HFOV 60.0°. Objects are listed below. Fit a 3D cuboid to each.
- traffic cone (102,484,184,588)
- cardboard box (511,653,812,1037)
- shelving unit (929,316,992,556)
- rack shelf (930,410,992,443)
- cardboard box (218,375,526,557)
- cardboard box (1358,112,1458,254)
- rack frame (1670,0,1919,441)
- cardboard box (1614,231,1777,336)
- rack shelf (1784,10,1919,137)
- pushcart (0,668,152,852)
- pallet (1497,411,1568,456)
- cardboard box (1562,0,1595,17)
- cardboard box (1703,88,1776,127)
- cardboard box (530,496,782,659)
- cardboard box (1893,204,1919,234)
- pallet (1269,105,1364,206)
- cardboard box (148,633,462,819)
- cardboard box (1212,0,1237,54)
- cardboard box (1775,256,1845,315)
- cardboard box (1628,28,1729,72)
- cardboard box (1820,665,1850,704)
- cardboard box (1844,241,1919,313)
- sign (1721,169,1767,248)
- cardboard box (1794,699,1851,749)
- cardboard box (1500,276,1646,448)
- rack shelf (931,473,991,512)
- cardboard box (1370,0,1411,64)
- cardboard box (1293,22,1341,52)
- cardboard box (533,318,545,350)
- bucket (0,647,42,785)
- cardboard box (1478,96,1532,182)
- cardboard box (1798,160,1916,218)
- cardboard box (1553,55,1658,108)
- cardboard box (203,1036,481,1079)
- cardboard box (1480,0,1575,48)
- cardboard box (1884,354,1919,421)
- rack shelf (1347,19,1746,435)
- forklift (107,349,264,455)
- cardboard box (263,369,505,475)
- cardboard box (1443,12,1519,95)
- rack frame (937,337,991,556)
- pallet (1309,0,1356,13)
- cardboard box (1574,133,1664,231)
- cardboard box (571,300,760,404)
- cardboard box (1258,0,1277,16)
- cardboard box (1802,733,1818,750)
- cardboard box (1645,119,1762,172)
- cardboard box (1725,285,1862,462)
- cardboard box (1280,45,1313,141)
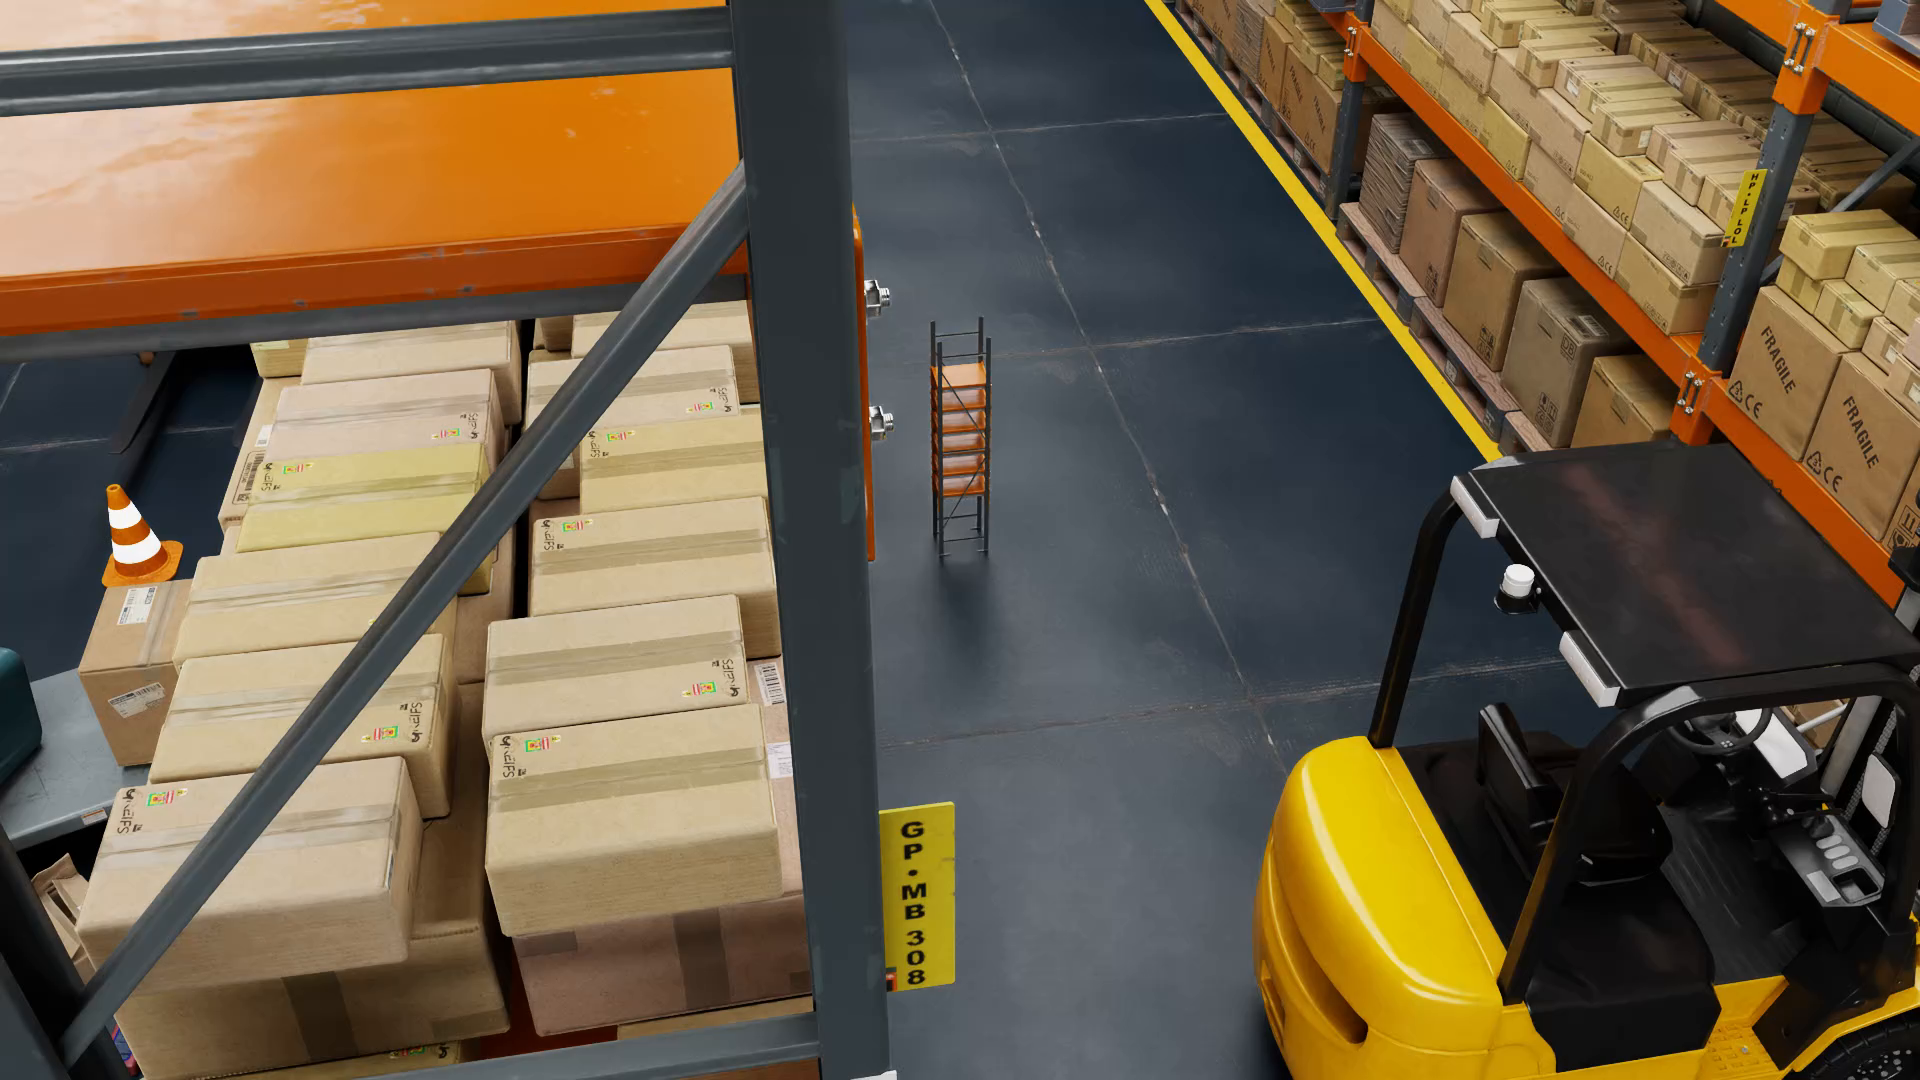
[{"bbox_3d":[-3.922,-0.059,7.848,0.336,0.463,0.334,-6,38,-8],"label":"traffic cone"},{"bbox_3d":[-0.416,0.446,2.565,0.500,0.250,0.500,-7,38,-9],"label":"cardboard box"},{"bbox_3d":[0.003,-0.465,7.771,0.258,1.200,0.189,-6,38,-8],"label":"shelving unit"},{"bbox_3d":[0.003,-0.525,7.724,0.258,0.103,0.180,-6,38,-8],"label":"rack shelf"},{"bbox_3d":[-1.128,-0.118,3.292,0.500,0.250,0.500,-5,38,-7],"label":"cardboard box"},{"bbox_3d":[2.989,-2.196,10.126,0.875,0.625,0.625,-5,38,-7],"label":"cardboard box"},{"bbox_3d":[3.595,-0.931,6.903,1.000,3.000,0.127,-6,38,-8],"label":"rack frame"},{"bbox_3d":[3.249,-1.148,7.304,0.500,0.250,0.500,-5,38,-7],"label":"cardboard box"},{"bbox_3d":[3.945,-0.623,4.648,1.077,0.370,4.000,-6,38,-8],"label":"rack shelf"},{"bbox_3d":[-3.527,0.916,6.663,1.648,0.377,0.936,-20,42,-23],"label":"pushcart"},{"bbox_3d":[3.427,-0.270,8.326,1.003,0.211,1.213,-6,38,-8],"label":"pallet"},{"bbox_3d":[3.372,-2.852,8.765,0.380,0.149,0.250,-6,38,-8],"label":"cardboard box"},{"bbox_3d":[3.641,-1.932,7.582,0.380,0.149,0.250,-7,38,-8],"label":"cardboard box"},{"bbox_3d":[-0.494,0.077,2.716,0.380,0.149,0.250,-6,38,-8],"label":"cardboard box"},{"bbox_3d":[3.758,-1.403,7.225,0.500,0.250,0.500,-7,38,-9],"label":"cardboard box"},{"bbox_3d":[2.800,-2.700,11.454,1.003,0.211,1.213,-6,38,-8],"label":"pallet"},{"bbox_3d":[-0.947,0.289,2.443,0.380,0.149,0.250,-6,38,-7],"label":"cardboard box"},{"bbox_3d":[2.242,-4.002,12.552,0.500,0.500,0.500,-7,38,-9],"label":"cardboard box"},{"bbox_3d":[3.392,-1.005,6.389,0.380,0.149,0.250,-7,38,-9],"label":"cardboard box"},{"bbox_3d":[3.523,-2.387,8.168,0.380,0.149,0.250,-6,38,-8],"label":"cardboard box"},{"bbox_3d":[3.549,0.530,6.107,0.500,0.250,0.500,-5,38,-6],"label":"cardboard box"},{"bbox_3d":[3.511,-0.973,6.104,0.380,0.149,0.250,-6,38,-7],"label":"cardboard box"},{"bbox_3d":[3.062,-1.292,6.489,0.100,0.325,0.005,-6,38,-8],"label":"sign"},{"bbox_3d":[3.543,0.726,6.262,0.500,0.250,0.500,-7,38,-8],"label":"cardboard box"},{"bbox_3d":[3.364,-0.942,8.511,0.875,0.625,0.625,-7,38,-8],"label":"cardboard box"},{"bbox_3d":[0.003,-0.240,7.945,0.258,0.103,0.180,-6,38,-8],"label":"rack shelf"},{"bbox_3d":[2.731,-2.993,9.680,0.500,0.250,0.500,-6,38,-8],"label":"cardboard box"},{"bbox_3d":[2.477,-3.378,11.219,0.380,0.149,0.250,-7,38,-9],"label":"cardboard box"},{"bbox_3d":[-0.680,-0.480,3.757,0.500,0.250,0.500,-5,38,-7],"label":"cardboard box"},{"bbox_3d":[-3.853,0.726,6.200,0.726,0.611,0.620,6,28,8],"label":"bucket"},{"bbox_3d":[3.000,-2.065,8.485,0.500,0.250,0.500,-5,38,-6],"label":"cardboard box"},{"bbox_3d":[3.744,-1.462,6.976,0.380,0.149,0.250,-7,38,-9],"label":"cardboard box"},{"bbox_3d":[3.063,-2.177,7.897,0.380,0.149,0.250,-6,38,-8],"label":"cardboard box"},{"bbox_3d":[-0.928,0.751,2.498,0.380,0.149,0.250,-6,38,-8],"label":"cardboard box"},{"bbox_3d":[2.896,-2.640,8.492,0.380,0.149,0.250,-5,38,-7],"label":"cardboard box"},{"bbox_3d":[3.482,-0.538,5.787,0.380,0.149,0.250,-5,38,-7],"label":"cardboard box"},{"bbox_3d":[3.244,-1.855,8.678,1.077,0.370,4.000,-6,38,-8],"label":"rack shelf"},{"bbox_3d":[-4.094,-2.358,8.796,1.130,2.935,3.031,-4,38,-5],"label":"forklift"},{"bbox_3d":[-1.040,-0.171,3.034,0.380,0.149,0.250,-6,38,-8],"label":"cardboard box"},{"bbox_3d":[2.891,-2.570,8.728,0.500,0.250,0.500,-7,38,-9],"label":"cardboard box"},{"bbox_3d":[0.019,-0.410,7.699,0.240,1.200,0.006,-6,38,-8],"label":"rack frame"},{"bbox_3d":[2.706,-3.673,10.589,1.213,0.211,1.003,-6,38,-8],"label":"pallet"},{"bbox_3d":[3.160,-1.648,7.541,0.500,0.250,0.500,-7,38,-9],"label":"cardboard box"},{"bbox_3d":[-0.568,-0.389,3.316,0.380,0.149,0.250,-5,38,-7],"label":"cardboard box"},{"bbox_3d":[2.353,-3.856,11.835,0.380,0.149,0.250,-8,39,-10],"label":"cardboard box"},{"bbox_3d":[3.563,0.931,6.406,0.500,0.250,0.500,-6,38,-7],"label":"cardboard box"},{"bbox_3d":[3.262,-1.716,7.304,0.380,0.149,0.250,-6,38,-8],"label":"cardboard box"},{"bbox_3d":[3.416,-0.674,6.491,0.500,0.500,0.500,-7,38,-9],"label":"cardboard box"},{"bbox_3d":[2.530,-3.061,11.340,0.500,0.500,0.500,-7,38,-9],"label":"cardboard box"}]
